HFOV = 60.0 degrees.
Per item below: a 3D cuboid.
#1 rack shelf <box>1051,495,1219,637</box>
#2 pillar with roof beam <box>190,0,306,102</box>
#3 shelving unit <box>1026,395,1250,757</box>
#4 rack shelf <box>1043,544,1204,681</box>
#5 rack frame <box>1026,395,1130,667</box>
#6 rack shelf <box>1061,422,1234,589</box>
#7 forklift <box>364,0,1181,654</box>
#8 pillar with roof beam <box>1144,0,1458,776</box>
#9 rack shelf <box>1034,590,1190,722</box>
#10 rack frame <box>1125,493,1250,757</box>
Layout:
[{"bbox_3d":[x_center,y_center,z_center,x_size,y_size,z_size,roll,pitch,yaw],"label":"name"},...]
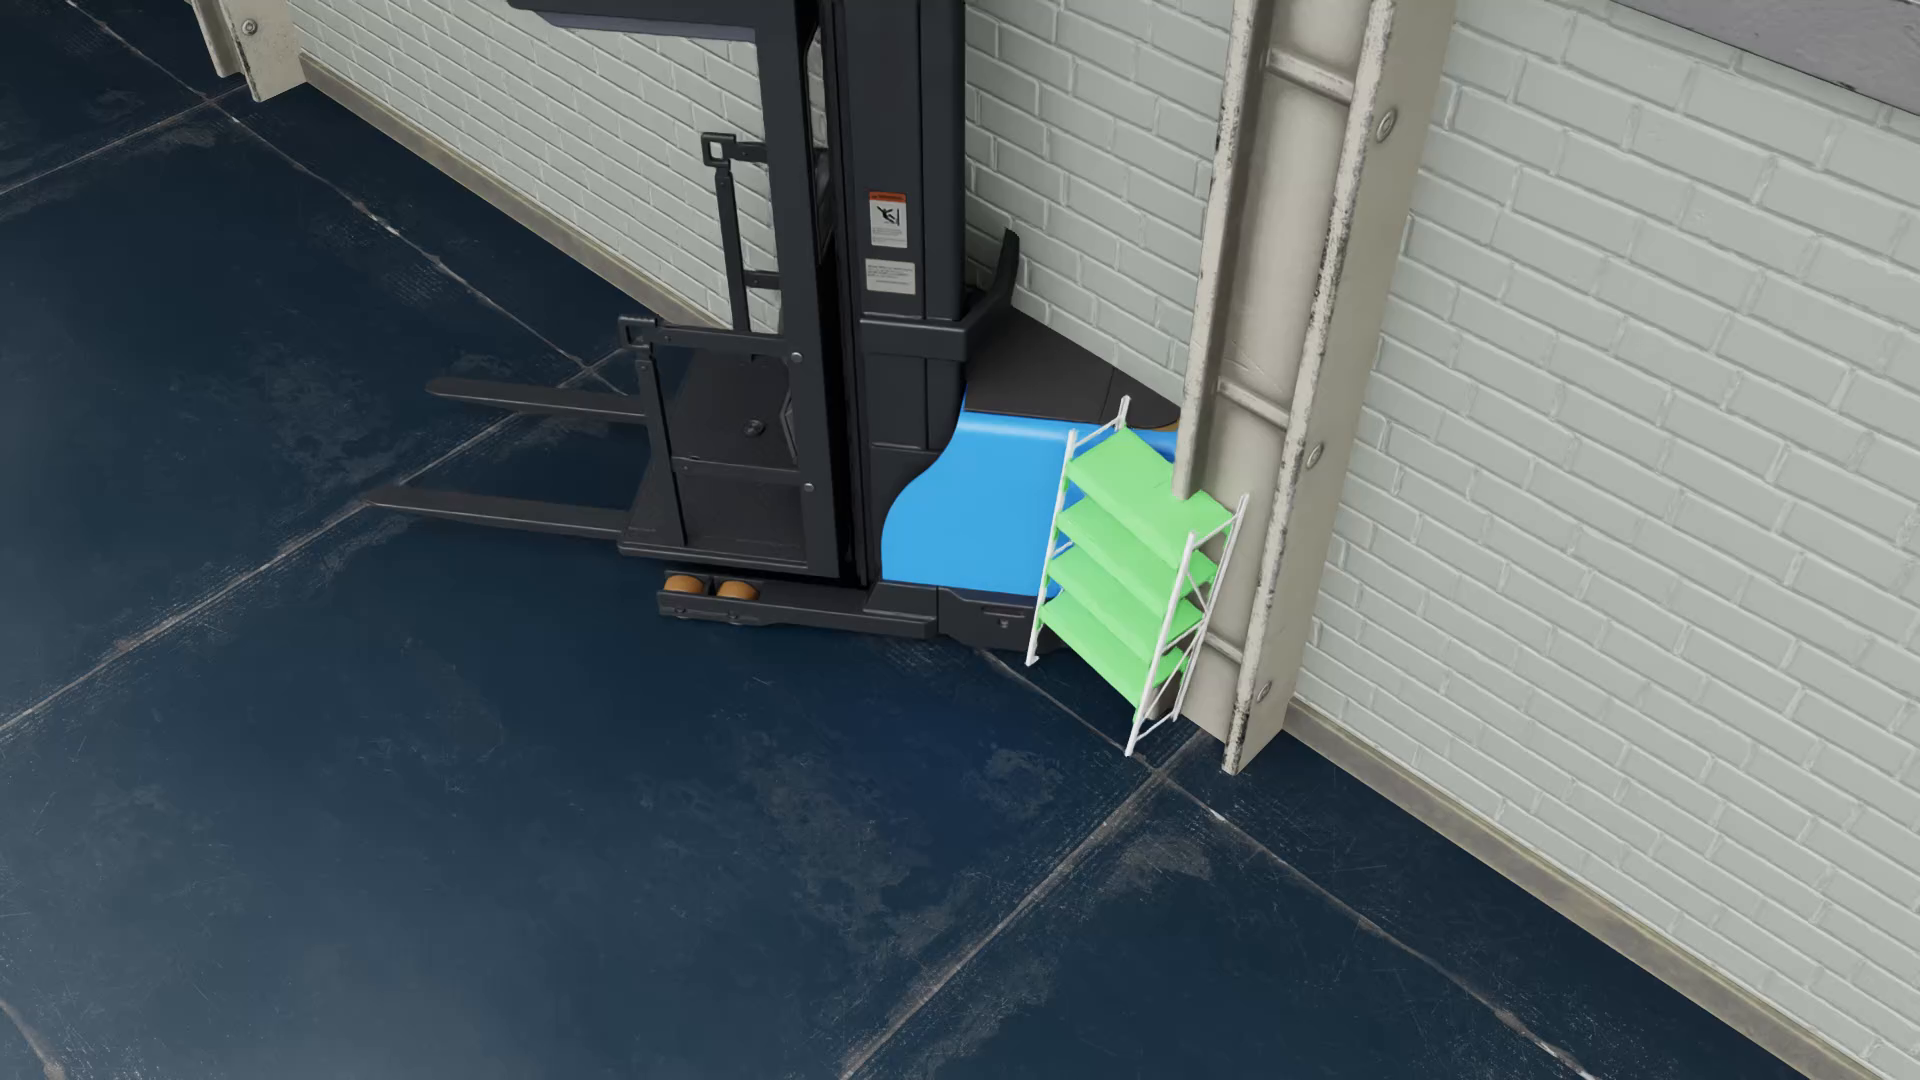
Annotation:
[{"bbox_3d":[0.544,0.042,5.150,0.258,0.148,0.480,-33,61,-28],"label":"rack shelf"},{"bbox_3d":[-6.461,-3.136,3.022,0.400,9.000,9.100,34,55,28],"label":"pillar with roof beam"},{"bbox_3d":[0.531,0.153,5.286,0.258,1.200,0.503,-33,61,-28],"label":"shelving unit"},{"bbox_3d":[0.526,0.193,5.335,0.258,0.148,0.480,-33,61,-28],"label":"rack shelf"},{"bbox_3d":[0.370,0.003,5.391,0.240,1.200,0.015,-33,61,-28],"label":"rack frame"},{"bbox_3d":[0.563,-0.108,4.964,0.258,0.148,0.480,-33,61,-28],"label":"rack shelf"},{"bbox_3d":[-0.637,-1.073,5.247,3.031,2.935,1.130,6,47,6],"label":"forklift"},{"bbox_3d":[-2.052,-0.169,0.236,0.400,9.000,9.100,34,55,28],"label":"pillar with roof beam"},{"bbox_3d":[0.507,0.344,5.521,0.258,0.148,0.480,-33,61,-28],"label":"rack shelf"},{"bbox_3d":[0.692,0.303,5.180,0.240,1.200,0.015,-33,61,-28],"label":"rack frame"}]
